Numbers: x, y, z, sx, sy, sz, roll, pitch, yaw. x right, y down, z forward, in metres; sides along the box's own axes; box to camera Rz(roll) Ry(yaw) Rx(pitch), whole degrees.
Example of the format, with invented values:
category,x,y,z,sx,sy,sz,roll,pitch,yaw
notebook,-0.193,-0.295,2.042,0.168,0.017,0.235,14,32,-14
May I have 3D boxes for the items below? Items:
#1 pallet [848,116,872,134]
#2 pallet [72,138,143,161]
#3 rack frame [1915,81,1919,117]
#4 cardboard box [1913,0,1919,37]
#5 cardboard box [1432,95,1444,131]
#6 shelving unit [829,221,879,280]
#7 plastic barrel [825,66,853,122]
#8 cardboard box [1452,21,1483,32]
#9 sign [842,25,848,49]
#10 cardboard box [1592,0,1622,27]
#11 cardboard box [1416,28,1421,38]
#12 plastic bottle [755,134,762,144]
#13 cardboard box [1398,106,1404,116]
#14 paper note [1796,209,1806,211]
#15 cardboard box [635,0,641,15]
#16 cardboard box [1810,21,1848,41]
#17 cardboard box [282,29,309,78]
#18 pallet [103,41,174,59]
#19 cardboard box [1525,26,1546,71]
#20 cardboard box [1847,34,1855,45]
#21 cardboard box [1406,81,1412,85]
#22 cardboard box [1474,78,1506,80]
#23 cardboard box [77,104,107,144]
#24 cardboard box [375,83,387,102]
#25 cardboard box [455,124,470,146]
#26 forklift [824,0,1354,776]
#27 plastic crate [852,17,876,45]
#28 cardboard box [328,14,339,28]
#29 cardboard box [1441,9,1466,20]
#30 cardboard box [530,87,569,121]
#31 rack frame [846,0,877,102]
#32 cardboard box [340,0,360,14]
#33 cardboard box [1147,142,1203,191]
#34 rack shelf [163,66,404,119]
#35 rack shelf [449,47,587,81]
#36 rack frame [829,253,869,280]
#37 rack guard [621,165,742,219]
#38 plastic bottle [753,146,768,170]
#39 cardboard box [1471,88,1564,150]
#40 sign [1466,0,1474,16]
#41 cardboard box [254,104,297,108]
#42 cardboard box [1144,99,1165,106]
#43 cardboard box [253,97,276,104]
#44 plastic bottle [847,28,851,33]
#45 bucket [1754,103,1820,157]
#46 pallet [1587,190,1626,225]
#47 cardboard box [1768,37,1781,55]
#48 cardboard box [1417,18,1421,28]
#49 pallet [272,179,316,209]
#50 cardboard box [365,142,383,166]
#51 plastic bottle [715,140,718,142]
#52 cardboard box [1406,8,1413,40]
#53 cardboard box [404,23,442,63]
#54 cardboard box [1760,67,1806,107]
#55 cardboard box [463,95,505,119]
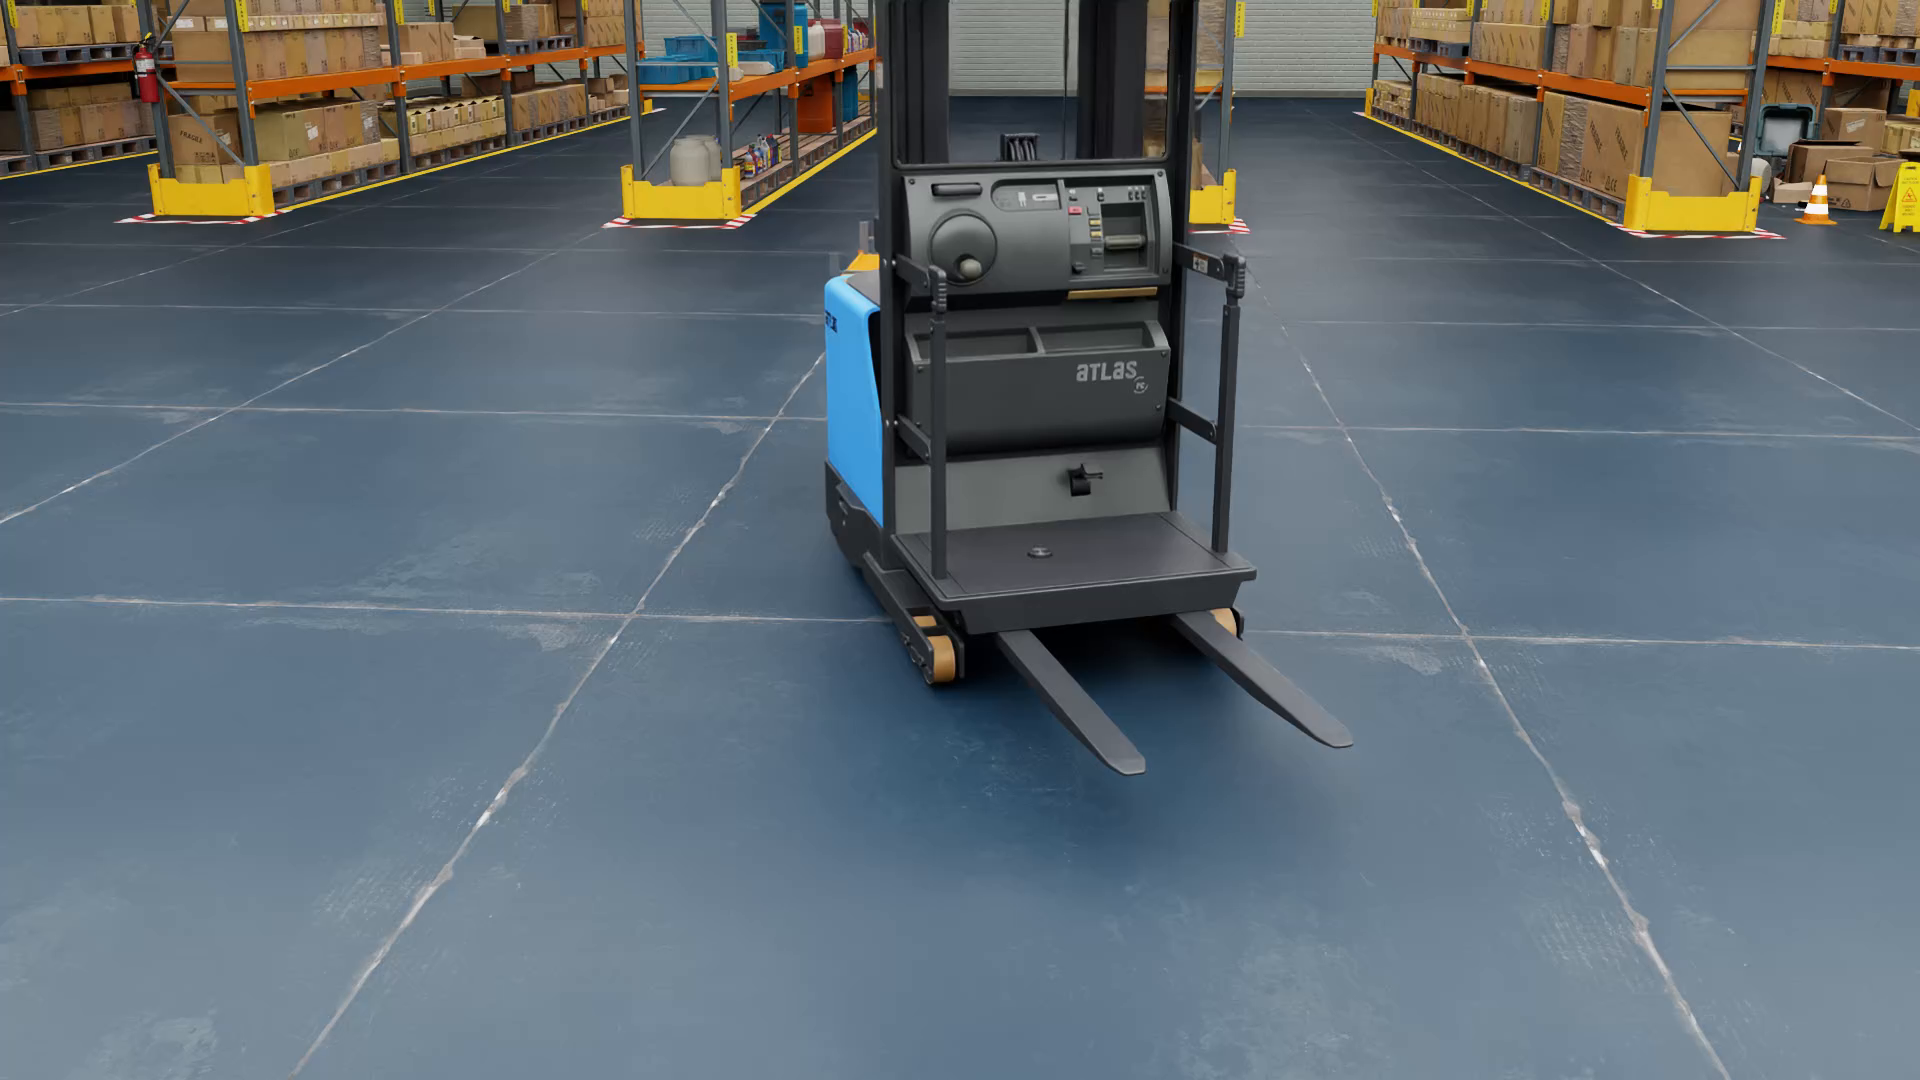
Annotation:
category,x,y,z,sx,sy,sz,roll,pitch,yaw
pallet,-2.034,-6.878,27.574,1.003,0.211,1.213,1,18,4
pallet,-12.253,-5.475,23.292,1.003,0.211,1.213,1,18,4
rack frame,18.125,-9.243,30.313,1.000,3.000,0.127,1,18,4
cardboard box,12.195,-6.476,20.558,0.500,0.500,0.500,2,18,6
cardboard box,7.505,-6.494,25.266,0.500,0.500,0.500,0,18,1
shelving unit,-0.266,-0.824,7.632,0.538,1.125,1.048,1,18,4
plastic barrel,-2.044,-7.256,26.944,0.600,0.901,0.708,1,18,4
cardboard box,7.237,-7.332,23.733,0.380,0.149,0.250,2,18,5
sign,-1.675,-7.267,24.021,0.100,0.325,0.005,1,18,4
cardboard box,7.179,-5.672,17.441,0.875,0.550,0.500,1,18,4
cardboard box,7.420,-7.993,26.229,0.380,0.149,0.250,1,18,4
plastic bottle,-2.413,-4.704,20.010,0.144,0.351,0.185,1,18,4
cardboard box,7.688,-7.326,28.366,0.380,0.149,0.250,1,18,2
paper note,8.885,-3.487,17.517,0.144,0.017,0.142,8,20,23
cardboard box,-6.349,-10.174,31.389,0.500,0.500,0.500,1,18,3
cardboard box,12.382,-7.190,23.487,0.500,0.250,0.500,1,18,4
cardboard box,-7.618,-5.336,18.230,0.700,0.500,0.500,1,18,4
pallet,-12.051,-7.106,24.099,1.213,0.211,1.003,1,18,4
cardboard box,7.140,-5.920,20.012,0.500,0.500,0.500,1,18,4
cardboard box,12.392,-6.851,22.743,0.380,0.149,0.250,0,18,1
cardboard box,8.369,-8.312,30.421,0.380,0.149,0.250,2,18,5
cardboard box,8.032,-6.834,25.099,0.500,0.250,0.500,1,18,4
cardboard box,-12.292,-5.748,22.954,0.700,0.500,0.500,1,18,5
cardboard box,-11.483,-8.697,31.988,0.700,0.500,0.500,1,18,4
cardboard box,-7.065,-5.559,22.813,0.500,0.250,0.500,2,18,5
forklift,0.332,-1.051,5.423,1.130,2.935,3.031,-5,19,-15
plastic crate,-1.623,-8.772,28.678,0.402,0.464,0.583,1,18,4
cardboard box,-7.350,-5.941,19.034,0.380,0.149,0.250,2,18,5
cardboard box,7.288,-7.714,24.422,0.380,0.149,0.250,2,18,6
cardboard box,-6.707,-7.106,27.100,0.500,0.500,0.500,2,18,5
rack frame,-1.651,-9.684,31.660,1.000,3.000,0.127,1,18,4
cardboard box,-7.512,-6.438,19.509,0.700,0.500,0.500,1,18,4
cardboard box,2.204,-3.809,17.072,0.500,0.500,0.500,5,19,14
rack shelf,-7.595,-5.106,18.843,1.077,0.370,4.000,1,18,4
rack shelf,-7.021,-7.590,26.426,1.077,0.370,4.000,1,18,4
rack frame,-0.301,-0.666,7.150,0.500,1.125,0.032,1,18,4
rack guard,-2.839,-3.552,16.959,1.175,0.500,0.348,1,18,4
plastic bottle,-2.322,-4.455,19.370,0.152,0.276,0.135,2,18,5
cardboard box,7.463,-5.618,22.191,1.050,0.750,0.750,2,18,5
sign,7.114,-7.468,23.166,0.100,0.325,0.005,1,18,4
cardboard box,-7.902,-4.715,19.033,0.500,0.500,0.500,1,18,4
cardboard box,2.670,-6.093,22.803,0.500,0.250,0.500,3,18,10
cardboard box,-11.797,-7.360,27.345,0.750,0.750,0.750,2,18,6
plastic bottle,-1.821,-8.129,26.993,0.144,0.351,0.185,1,18,4
bucket,9.659,-4.777,19.502,0.726,0.611,0.620,8,10,23
pallet,7.062,-3.387,16.921,1.003,0.211,1.213,1,18,4
cardboard box,12.459,-7.433,25.032,0.500,0.250,0.500,1,18,3
cardboard box,7.421,-8.138,26.192,0.380,0.149,0.250,2,18,5
pallet,-7.725,-3.740,17.997,1.003,0.211,1.213,1,18,4
cardboard box,-7.312,-4.658,20.062,0.500,0.250,0.500,1,18,4
plastic bottle,-2.967,-4.682,20.061,0.152,0.276,0.135,2,18,6
cardboard box,7.696,-8.534,27.513,0.500,0.500,0.500,1,18,4
cardboard box,-7.306,-6.674,22.312,0.500,0.500,0.500,1,18,4
cardboard box,12.866,-6.825,25.672,0.875,0.875,0.875,2,18,6
cardboard box,-6.956,-6.302,24.180,0.500,0.311,0.500,2,18,5
